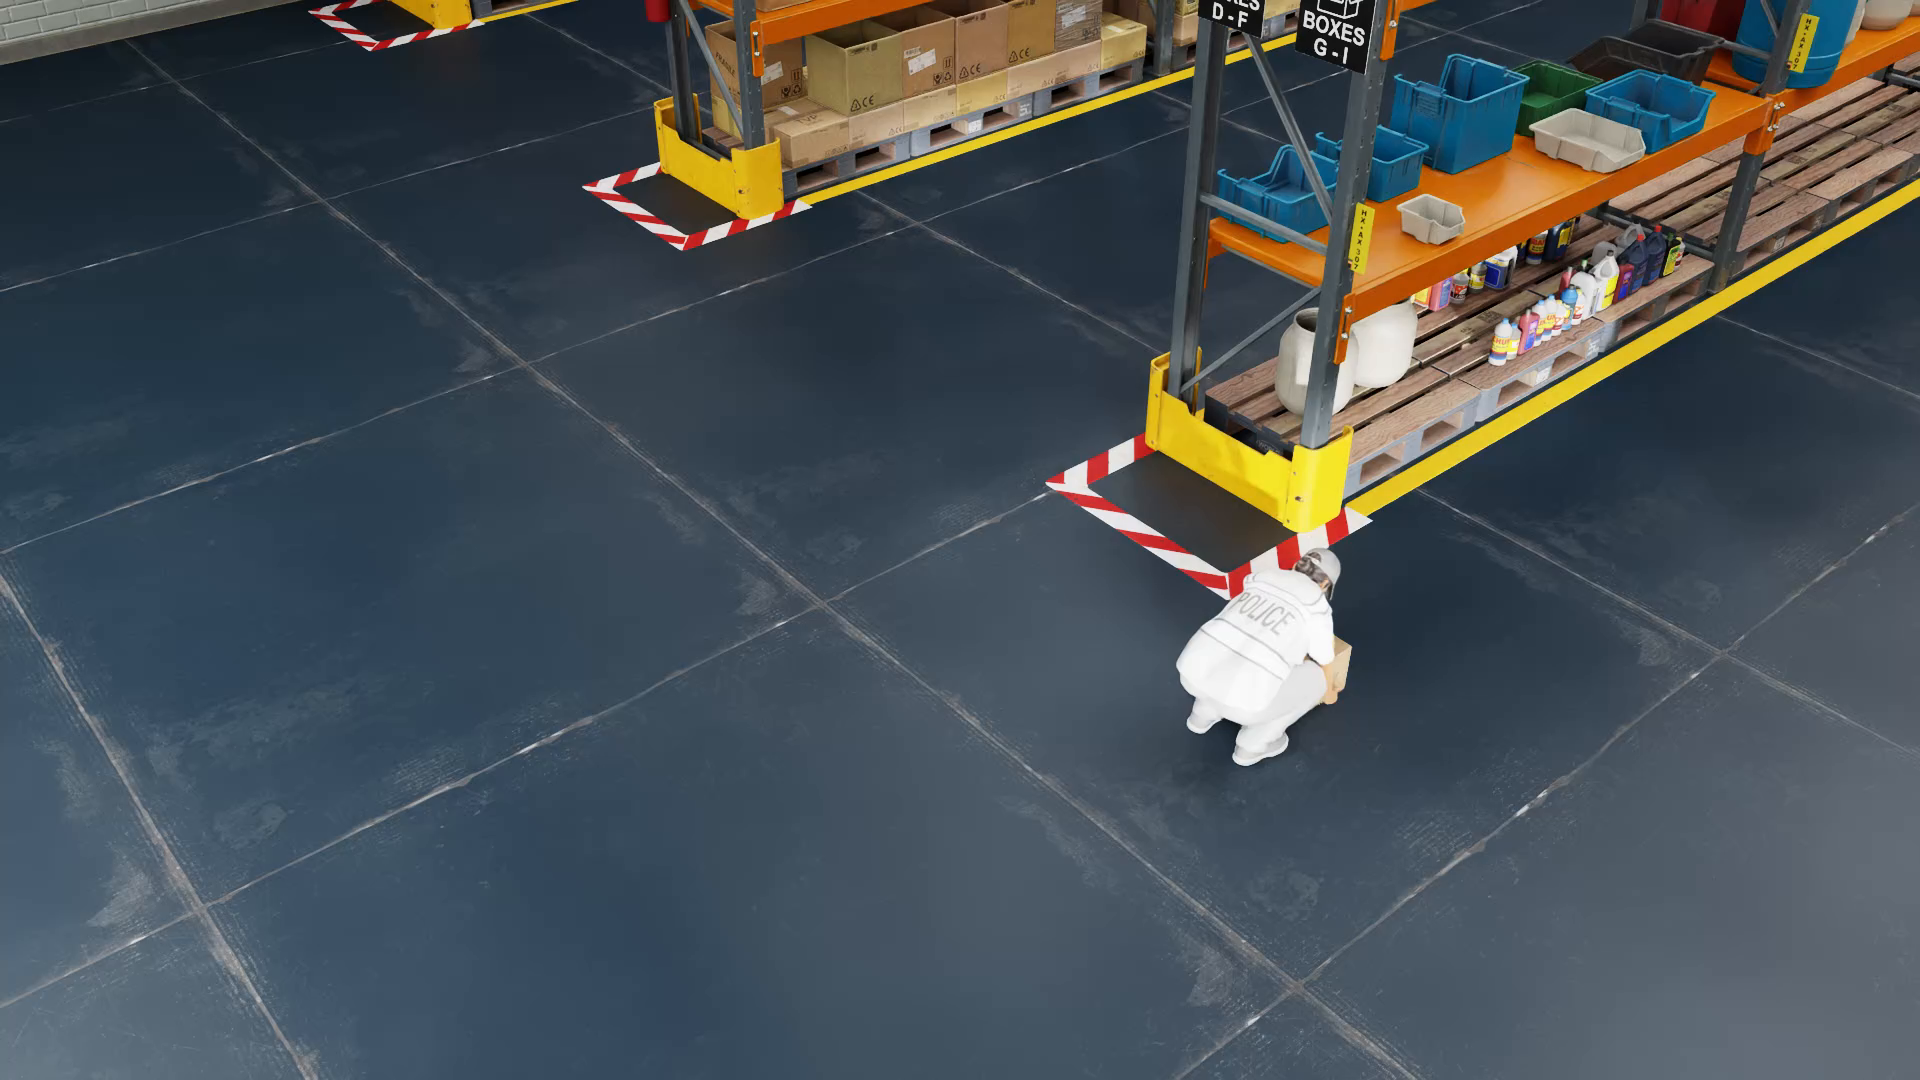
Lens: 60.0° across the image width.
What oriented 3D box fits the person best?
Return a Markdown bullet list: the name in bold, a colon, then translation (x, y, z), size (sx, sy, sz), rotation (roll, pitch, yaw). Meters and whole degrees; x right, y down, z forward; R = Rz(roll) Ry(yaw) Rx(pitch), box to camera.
- **person**: translation (1.326, 0.519, 7.201), size (0.910, 0.795, 0.519), rotation (-27, 44, -32)
